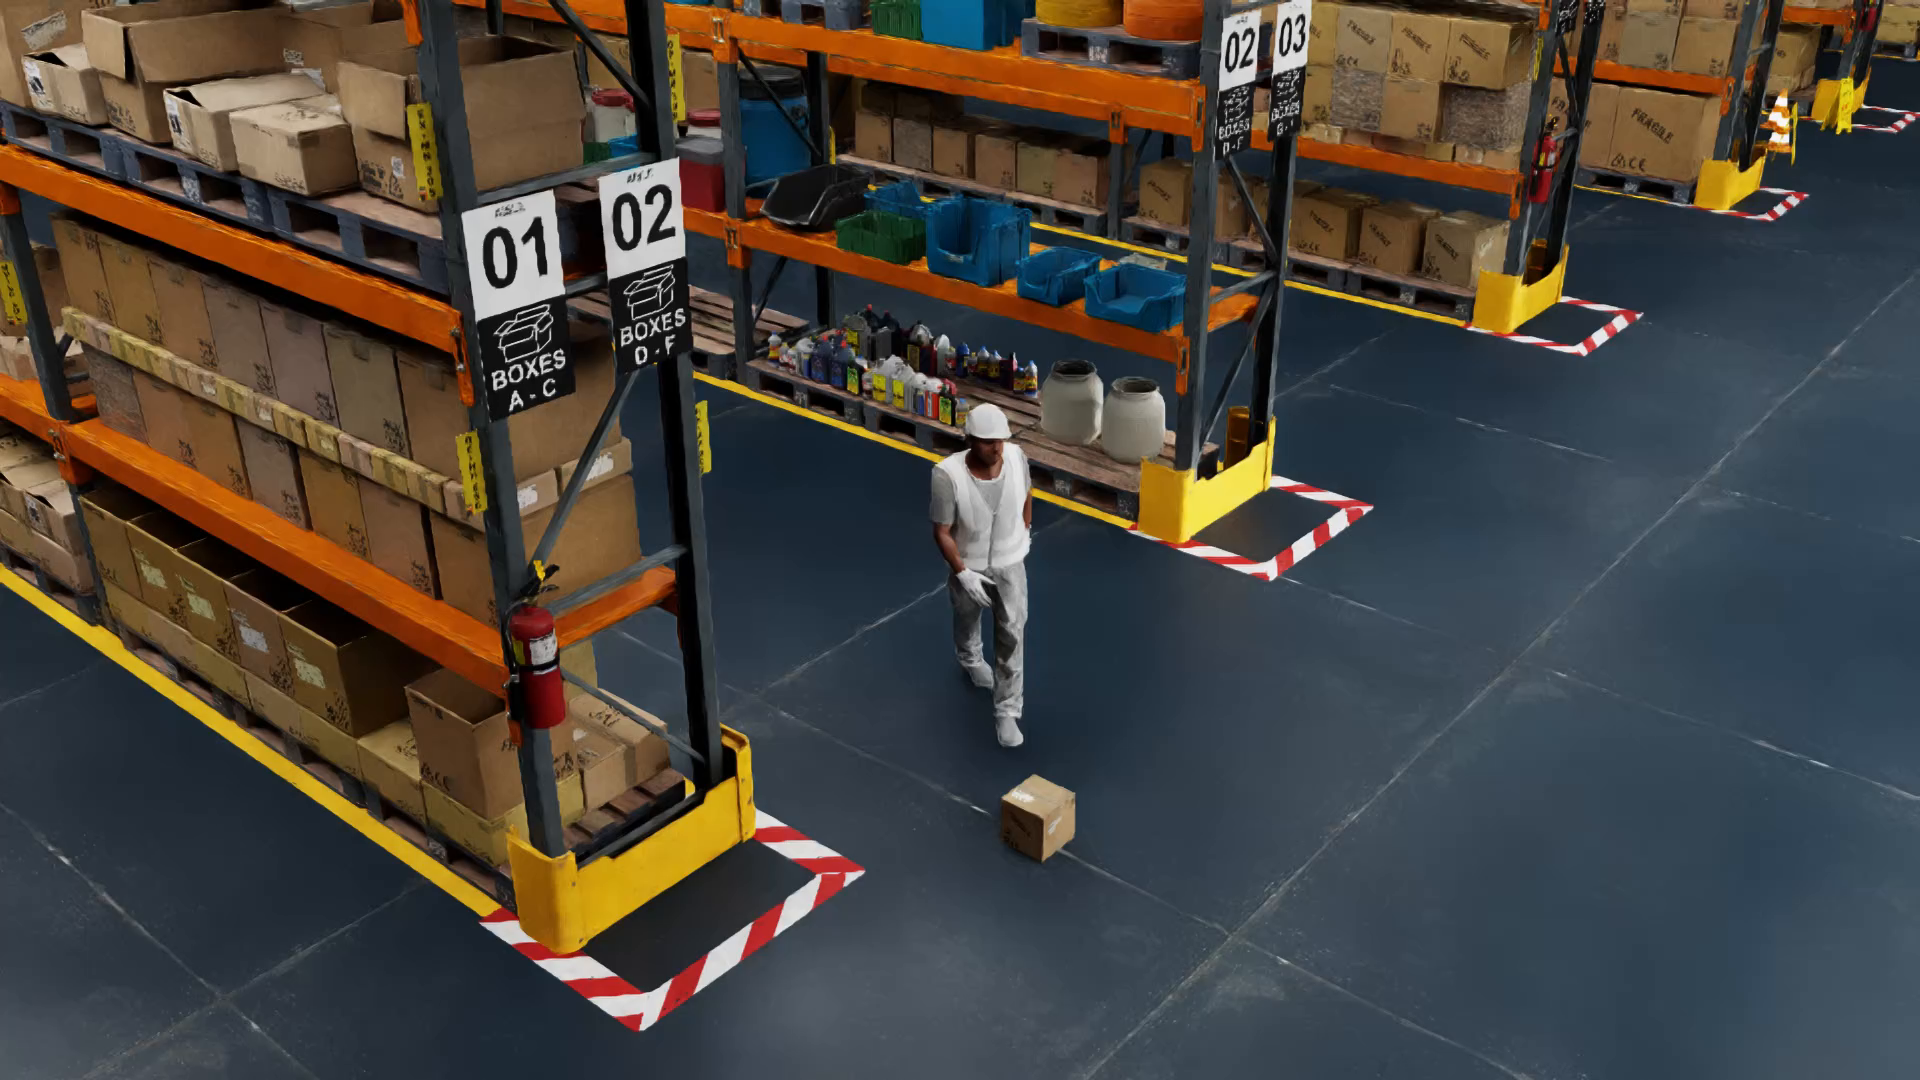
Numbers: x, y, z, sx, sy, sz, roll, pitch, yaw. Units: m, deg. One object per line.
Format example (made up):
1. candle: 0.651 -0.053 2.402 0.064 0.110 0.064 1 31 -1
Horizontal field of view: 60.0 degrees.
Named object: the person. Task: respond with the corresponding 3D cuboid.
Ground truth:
1. person: 0.118 0.123 8.365 0.536 1.740 0.955 -1 27 -3
